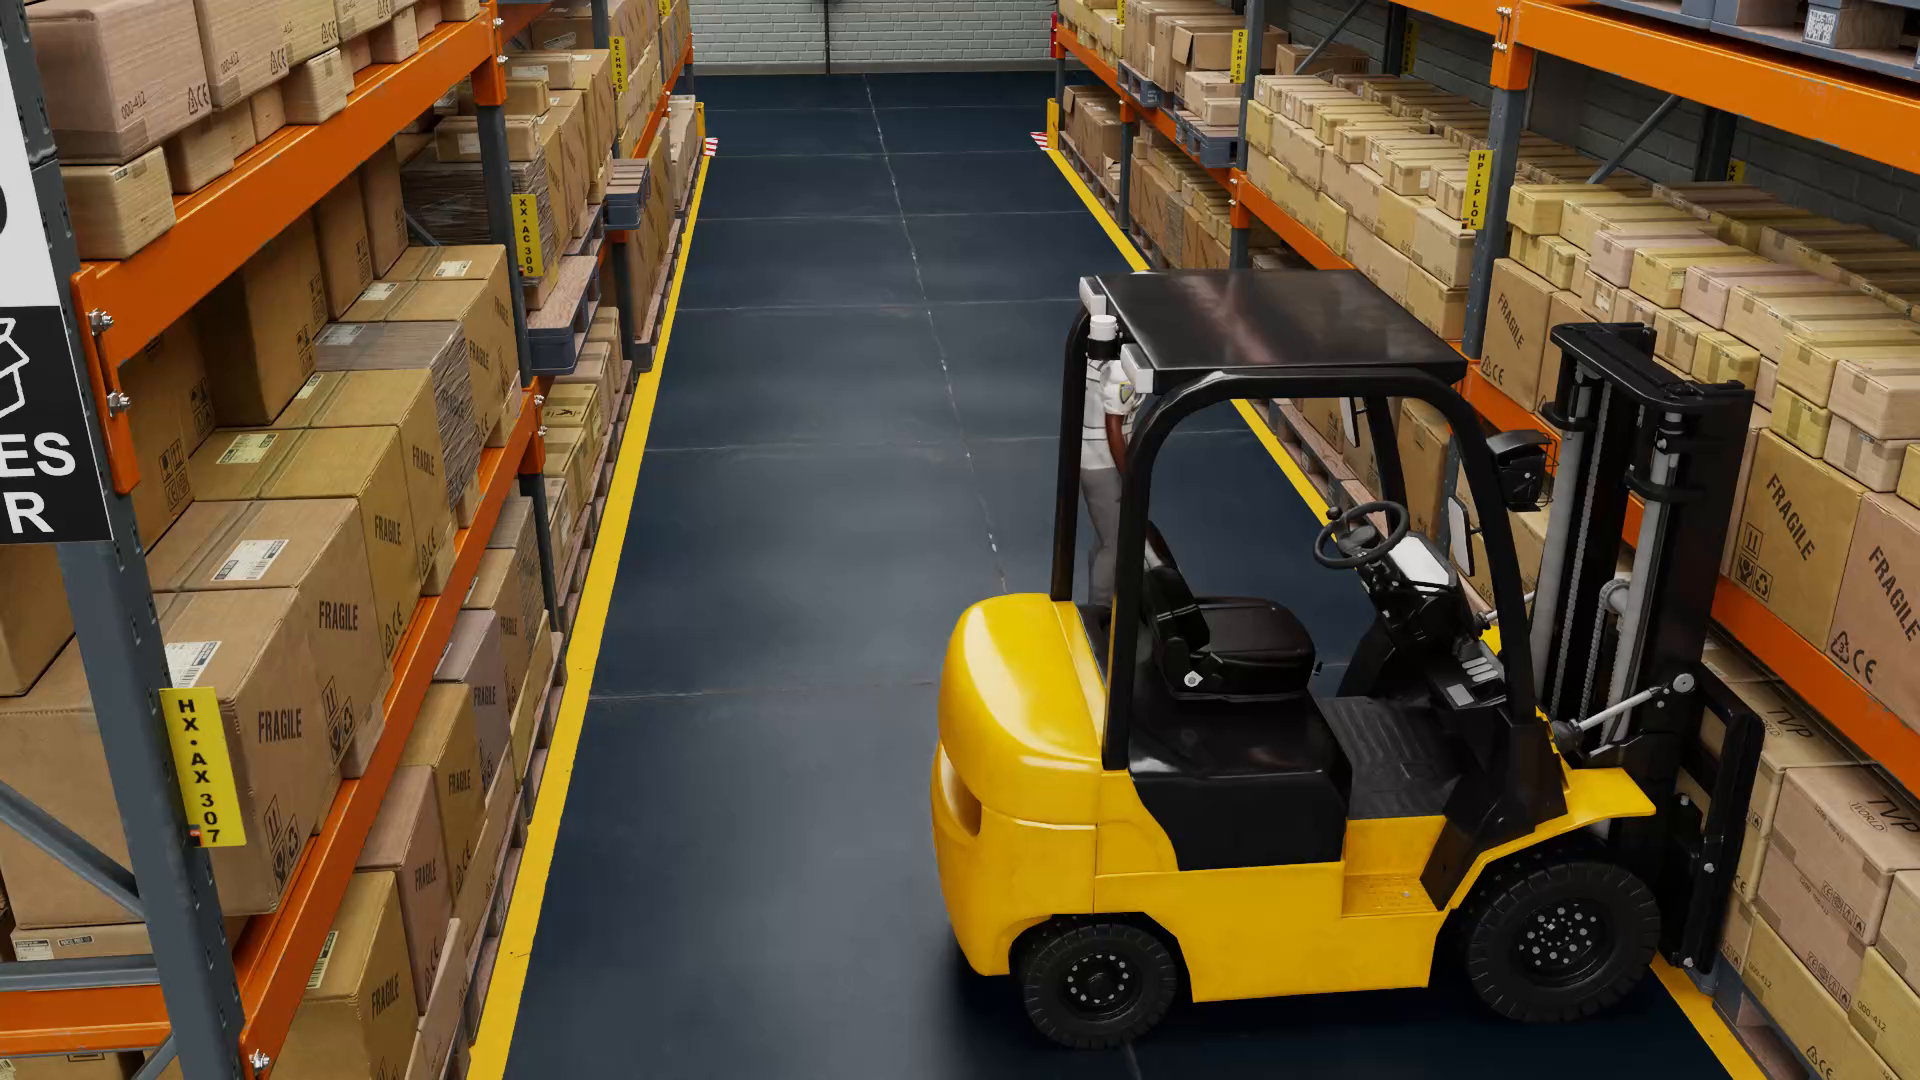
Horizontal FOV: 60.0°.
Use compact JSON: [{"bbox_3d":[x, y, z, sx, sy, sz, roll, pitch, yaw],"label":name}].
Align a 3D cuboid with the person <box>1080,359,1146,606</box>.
[{"bbox_3d":[0.685,-0.339,7.370,0.417,1.658,0.518,-3,24,-6],"label":"person"}]
